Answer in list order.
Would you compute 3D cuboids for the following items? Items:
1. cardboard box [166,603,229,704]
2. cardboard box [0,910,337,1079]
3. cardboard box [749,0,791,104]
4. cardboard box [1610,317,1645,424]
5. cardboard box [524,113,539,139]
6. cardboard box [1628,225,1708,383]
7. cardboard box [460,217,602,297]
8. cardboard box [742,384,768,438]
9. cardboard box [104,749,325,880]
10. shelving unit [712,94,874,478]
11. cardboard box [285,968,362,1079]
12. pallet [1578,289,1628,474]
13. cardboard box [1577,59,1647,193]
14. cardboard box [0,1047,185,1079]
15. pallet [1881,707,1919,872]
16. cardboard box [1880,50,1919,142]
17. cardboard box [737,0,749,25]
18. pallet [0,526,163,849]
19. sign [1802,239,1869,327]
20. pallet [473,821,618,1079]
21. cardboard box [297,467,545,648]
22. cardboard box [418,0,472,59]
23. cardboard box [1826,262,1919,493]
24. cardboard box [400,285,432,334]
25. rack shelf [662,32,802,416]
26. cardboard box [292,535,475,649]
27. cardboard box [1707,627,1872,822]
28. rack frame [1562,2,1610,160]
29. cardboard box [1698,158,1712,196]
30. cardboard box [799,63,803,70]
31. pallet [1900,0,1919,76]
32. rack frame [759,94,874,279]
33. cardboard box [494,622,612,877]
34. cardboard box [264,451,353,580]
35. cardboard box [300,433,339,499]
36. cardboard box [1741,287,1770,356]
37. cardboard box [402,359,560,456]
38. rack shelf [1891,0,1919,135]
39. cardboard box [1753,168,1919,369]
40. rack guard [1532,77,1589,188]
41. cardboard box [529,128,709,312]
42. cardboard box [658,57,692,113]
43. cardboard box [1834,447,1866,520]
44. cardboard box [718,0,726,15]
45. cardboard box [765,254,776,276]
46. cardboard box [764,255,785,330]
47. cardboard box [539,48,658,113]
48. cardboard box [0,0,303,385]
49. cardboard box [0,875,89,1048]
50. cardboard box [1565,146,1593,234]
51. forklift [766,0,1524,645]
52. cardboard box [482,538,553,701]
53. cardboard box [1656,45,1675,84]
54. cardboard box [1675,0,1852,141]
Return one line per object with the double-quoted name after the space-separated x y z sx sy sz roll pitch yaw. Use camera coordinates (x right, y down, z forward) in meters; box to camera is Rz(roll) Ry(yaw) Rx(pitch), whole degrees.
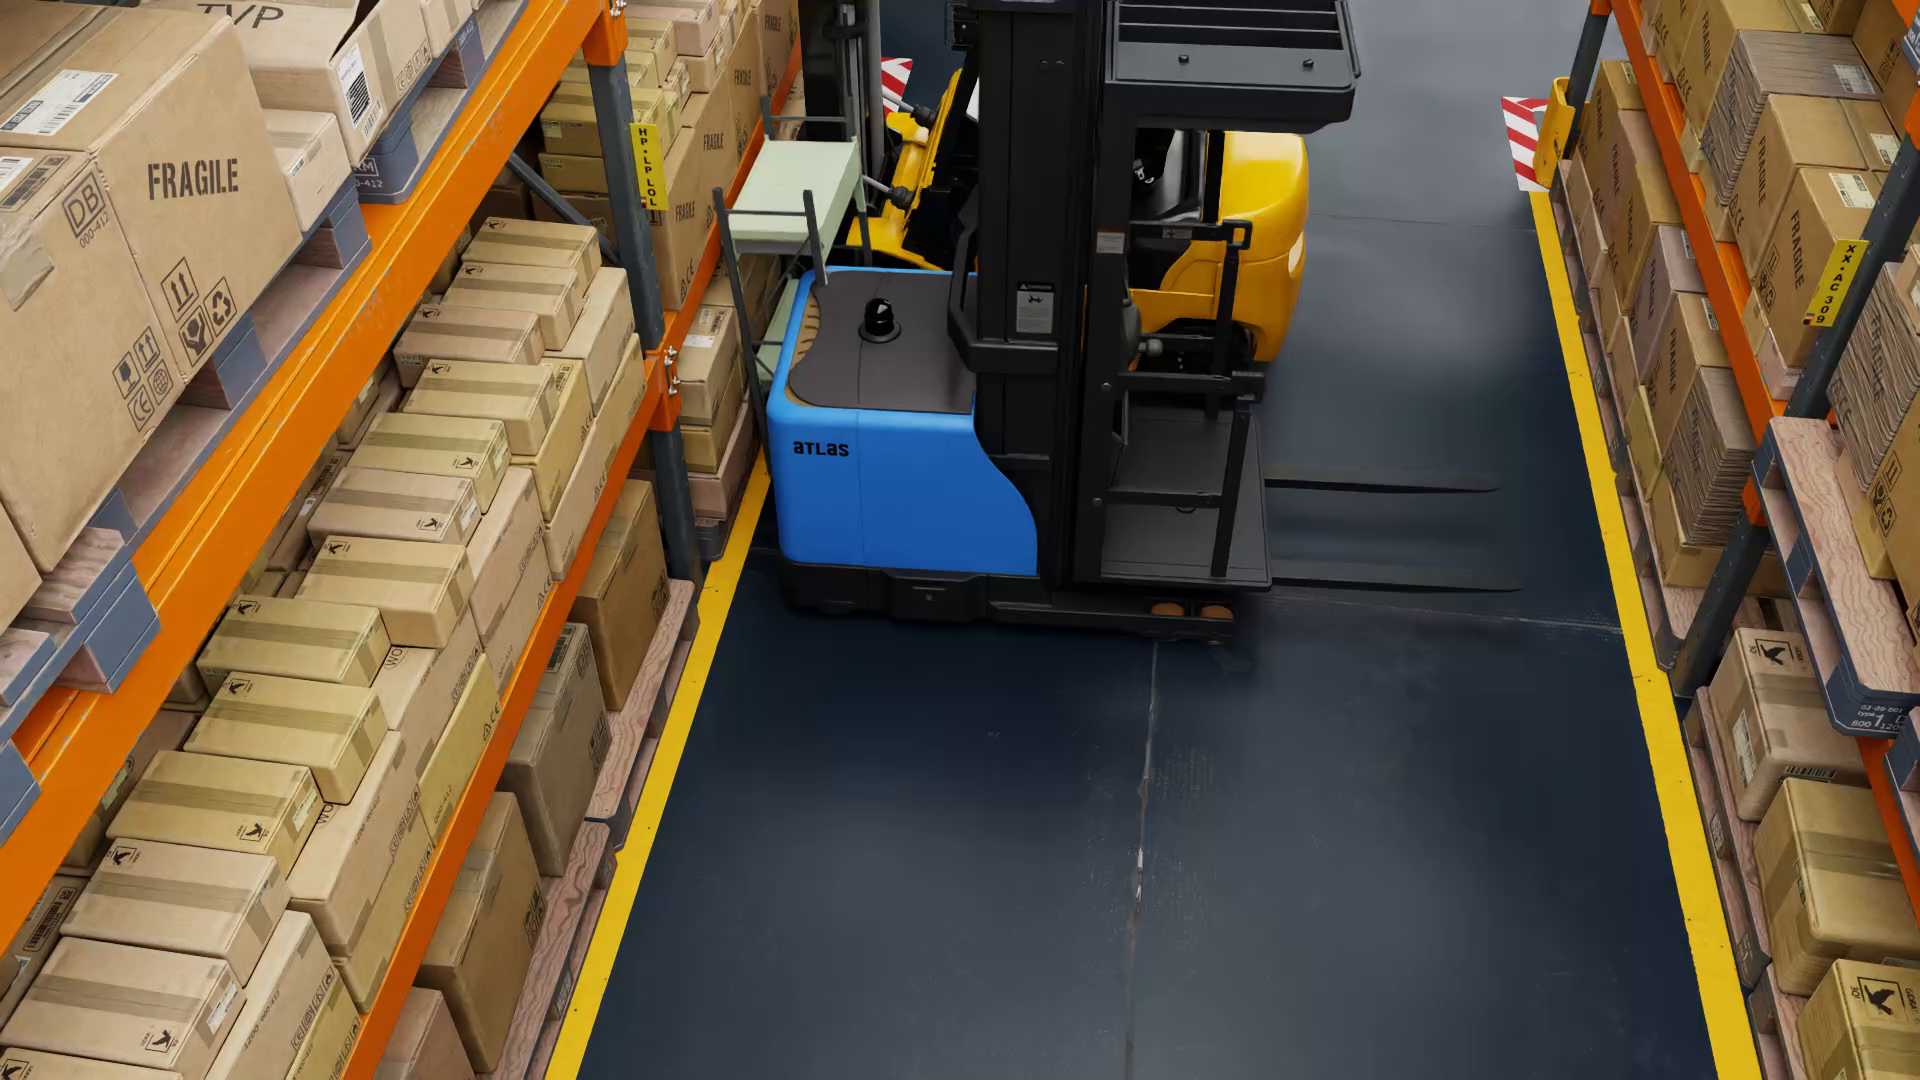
-2.092 0.259 4.251 0.380 0.149 0.250 6 44 7 "cardboard box"
-1.750 1.070 3.684 0.500 0.250 0.500 7 44 7 "cardboard box"
-1.066 -2.265 7.388 0.500 0.500 0.500 6 44 6 "cardboard box"
3.275 -0.750 7.555 0.500 0.250 0.500 6 44 6 "cardboard box"
-1.803 -1.596 6.209 0.380 0.149 0.250 4 44 4 "cardboard box"
3.275 -1.007 7.281 0.500 0.500 0.500 7 44 8 "cardboard box"
-1.414 -0.926 5.502 0.380 0.149 0.250 7 44 7 "cardboard box"
-1.145 -0.709 7.511 0.500 0.250 0.500 4 44 5 "cardboard box"
-1.716 0.643 3.844 0.380 0.149 0.250 6 44 6 "cardboard box"
-0.660 -1.073 7.257 0.431 1.500 0.755 4 44 10 "shelving unit"
-1.746 1.251 3.857 0.500 0.250 0.500 4 44 5 "cardboard box"
3.544 -0.741 7.879 1.003 0.211 1.213 5 44 6 "pallet"
3.477 -2.070 8.404 0.500 0.500 0.500 4 44 4 "cardboard box"
-1.750 1.174 3.284 0.380 0.149 0.250 6 44 6 "cardboard box"
3.024 0.984 4.169 1.003 0.211 1.213 5 44 6 "pallet"
3.694 -1.593 5.734 0.700 0.500 0.500 5 44 6 "cardboard box"
-1.089 -2.242 6.892 0.380 0.149 0.250 4 44 4 "cardboard box"
-2.117 0.327 2.678 1.213 0.211 1.003 7 44 7 "pallet"
2.792 -0.817 5.302 0.100 0.325 0.005 5 44 6 "sign"
-1.807 1.444 5.571 1.003 0.211 1.213 5 44 6 "pallet"
-1.535 0.022 4.790 0.500 0.250 0.500 6 44 6 "cardboard box"
-1.434 -1.317 4.082 0.380 0.149 0.250 5 44 5 "cardboard box"
2.985 -0.462 4.962 0.500 0.500 0.500 6 44 7 "cardboard box"
-1.936 -0.781 5.349 0.380 0.149 0.250 4 44 4 "cardboard box"
-1.325 -2.009 7.714 1.077 0.370 4.000 5 44 6 "rack shelf"
-1.512 0.135 4.381 0.380 0.149 0.250 4 44 4 "cardboard box"
3.264 0.700 5.934 0.950 0.372 0.625 6 44 6 "cardboard box"
3.860 -3.185 8.432 1.000 3.000 0.127 5 44 6 "rack frame"
3.266 -1.479 6.813 0.380 0.149 0.250 5 44 5 "cardboard box"
-0.874 -2.460 8.634 0.500 0.250 0.500 6 44 6 "cardboard box"
3.144 -1.069 4.152 1.213 0.211 1.003 5 44 6 "pallet"
-0.599 -1.325 7.516 0.400 1.500 0.023 4 44 10 "rack frame"
-1.757 0.687 5.764 0.875 0.625 0.625 5 44 5 "cardboard box"
-2.066 -0.022 4.837 0.500 0.250 0.500 4 44 5 "cardboard box"
-2.041 -0.268 4.807 0.380 0.149 0.250 5 44 5 "cardboard box"
3.098 -0.785 6.080 0.380 0.149 0.250 6 44 6 "cardboard box"
-1.418 -0.396 4.942 0.380 0.149 0.250 4 44 4 "cardboard box"
3.596 -2.650 6.209 1.077 0.370 4.000 5 44 6 "rack shelf"
3.143 -0.929 5.760 0.500 0.500 0.500 4 44 4 "cardboard box"
3.850 -2.225 9.237 1.175 0.500 0.348 5 44 6 "rack guard"
-1.272 -1.223 6.287 0.500 0.500 0.500 4 44 4 "cardboard box"
-1.247 -1.729 6.350 0.380 0.149 0.250 5 44 5 "cardboard box"
2.945 -0.172 5.127 0.380 0.149 0.250 6 44 6 "cardboard box"
-1.140 -2.184 6.614 0.380 0.149 0.250 5 44 5 "cardboard box"
-1.082 -1.413 7.528 0.500 0.250 0.500 7 44 7 "cardboard box"
-1.077 -1.230 7.698 0.500 0.250 0.500 5 44 5 "cardboard box"
-1.326 -1.666 6.067 0.380 0.149 0.250 6 44 6 "cardboard box"
-1.646 -0.661 3.134 0.500 0.500 0.500 6 44 7 "cardboard box"
-2.268 1.011 3.746 0.500 0.250 0.500 6 44 6 "cardboard box"
3.479 -1.814 8.679 0.500 0.250 0.500 5 44 5 "cardboard box"
0.797 -1.020 6.195 3.031 2.935 1.130 3 44 3 "forklift"
-1.554 0.193 4.974 0.500 0.250 0.500 5 44 6 "cardboard box"
3.395 -2.186 7.560 0.380 0.149 0.250 6 44 7 "cardboard box"
3.332 -1.984 6.874 0.500 0.500 0.500 4 44 5 "cardboard box"
